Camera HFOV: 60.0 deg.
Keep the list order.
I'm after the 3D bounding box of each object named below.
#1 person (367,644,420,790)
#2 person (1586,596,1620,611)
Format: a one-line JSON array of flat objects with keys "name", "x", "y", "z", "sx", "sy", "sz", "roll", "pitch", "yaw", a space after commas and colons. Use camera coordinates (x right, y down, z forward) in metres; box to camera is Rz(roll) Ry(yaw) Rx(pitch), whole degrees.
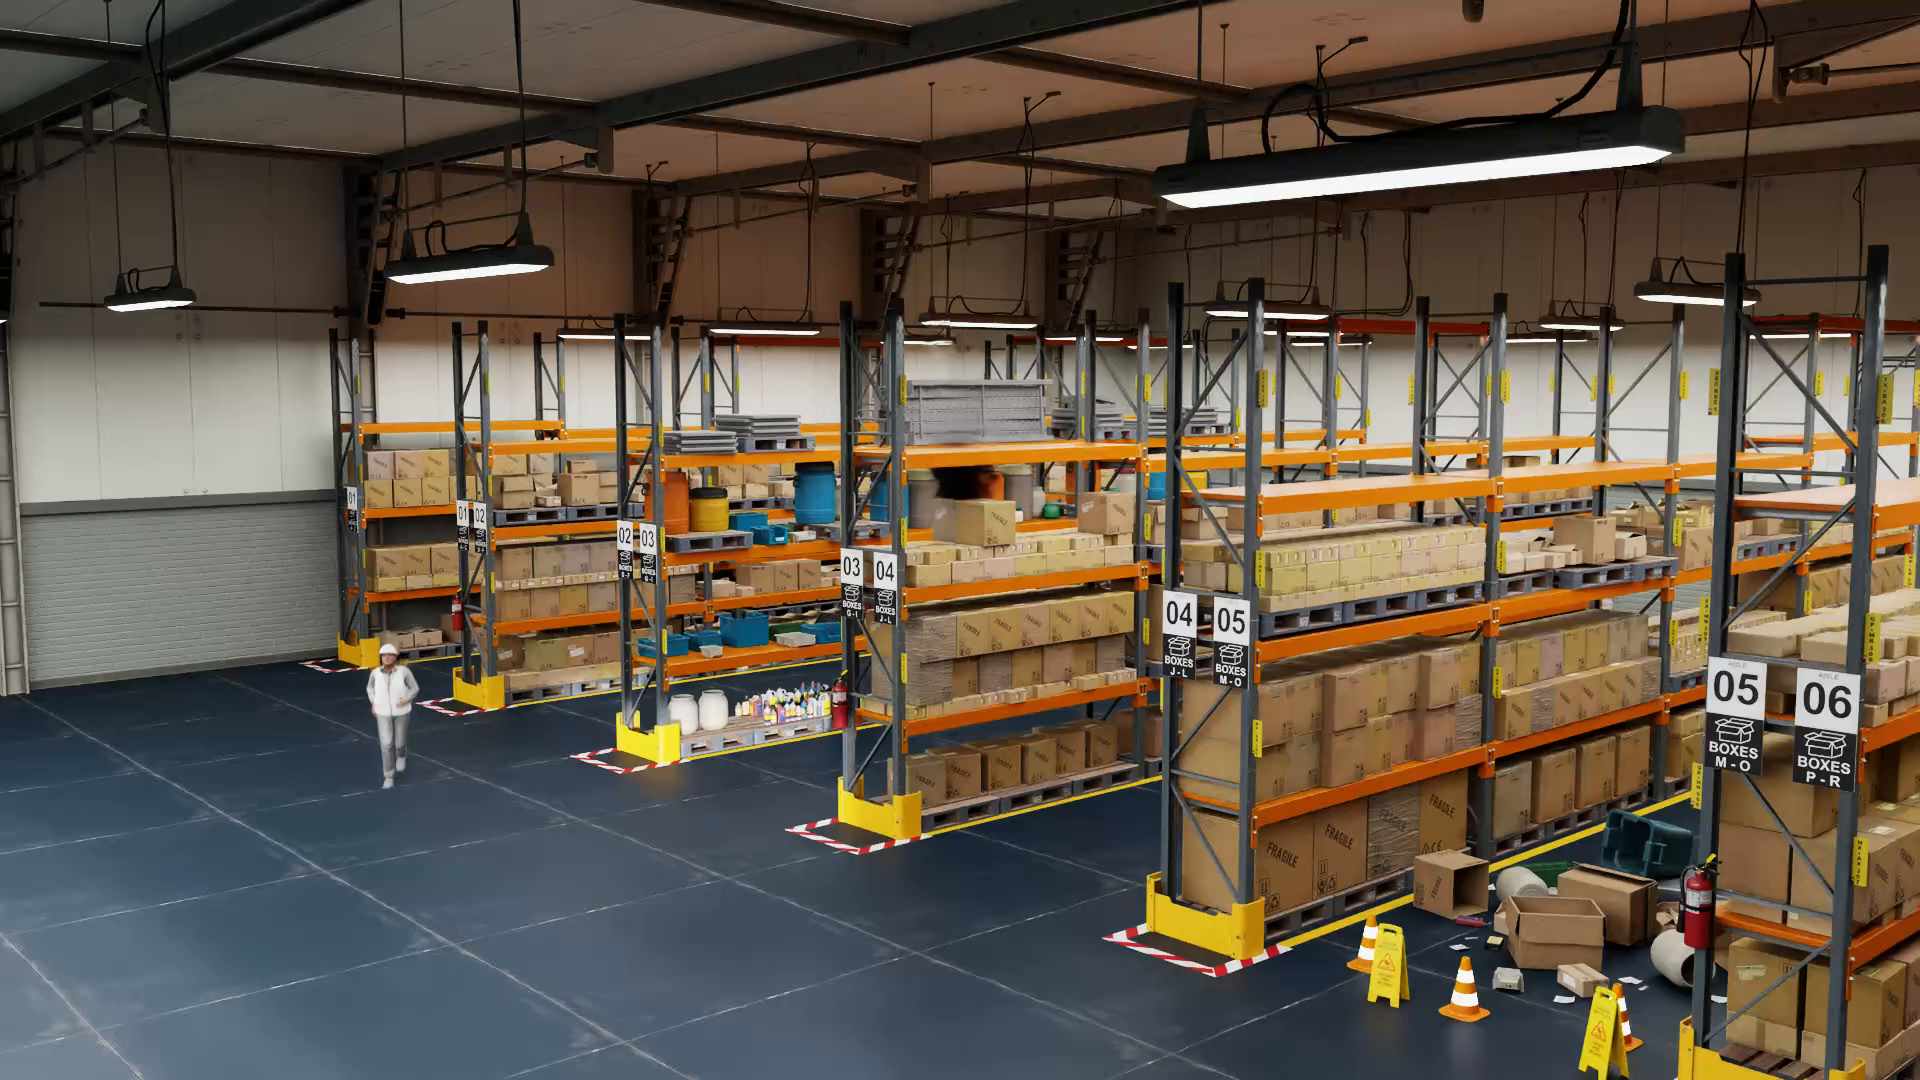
[{"name": "person", "x": -7.191, "y": 2.196, "z": 21.112, "sx": 0.652, "sy": 1.792, "sz": 0.827, "roll": -1, "pitch": 6, "yaw": -12}, {"name": "person", "x": 11.618, "y": 1.300, "z": 30.160, "sx": 0.692, "sy": 1.783, "sz": 0.938, "roll": -4, "pitch": 7, "yaw": -34}]
